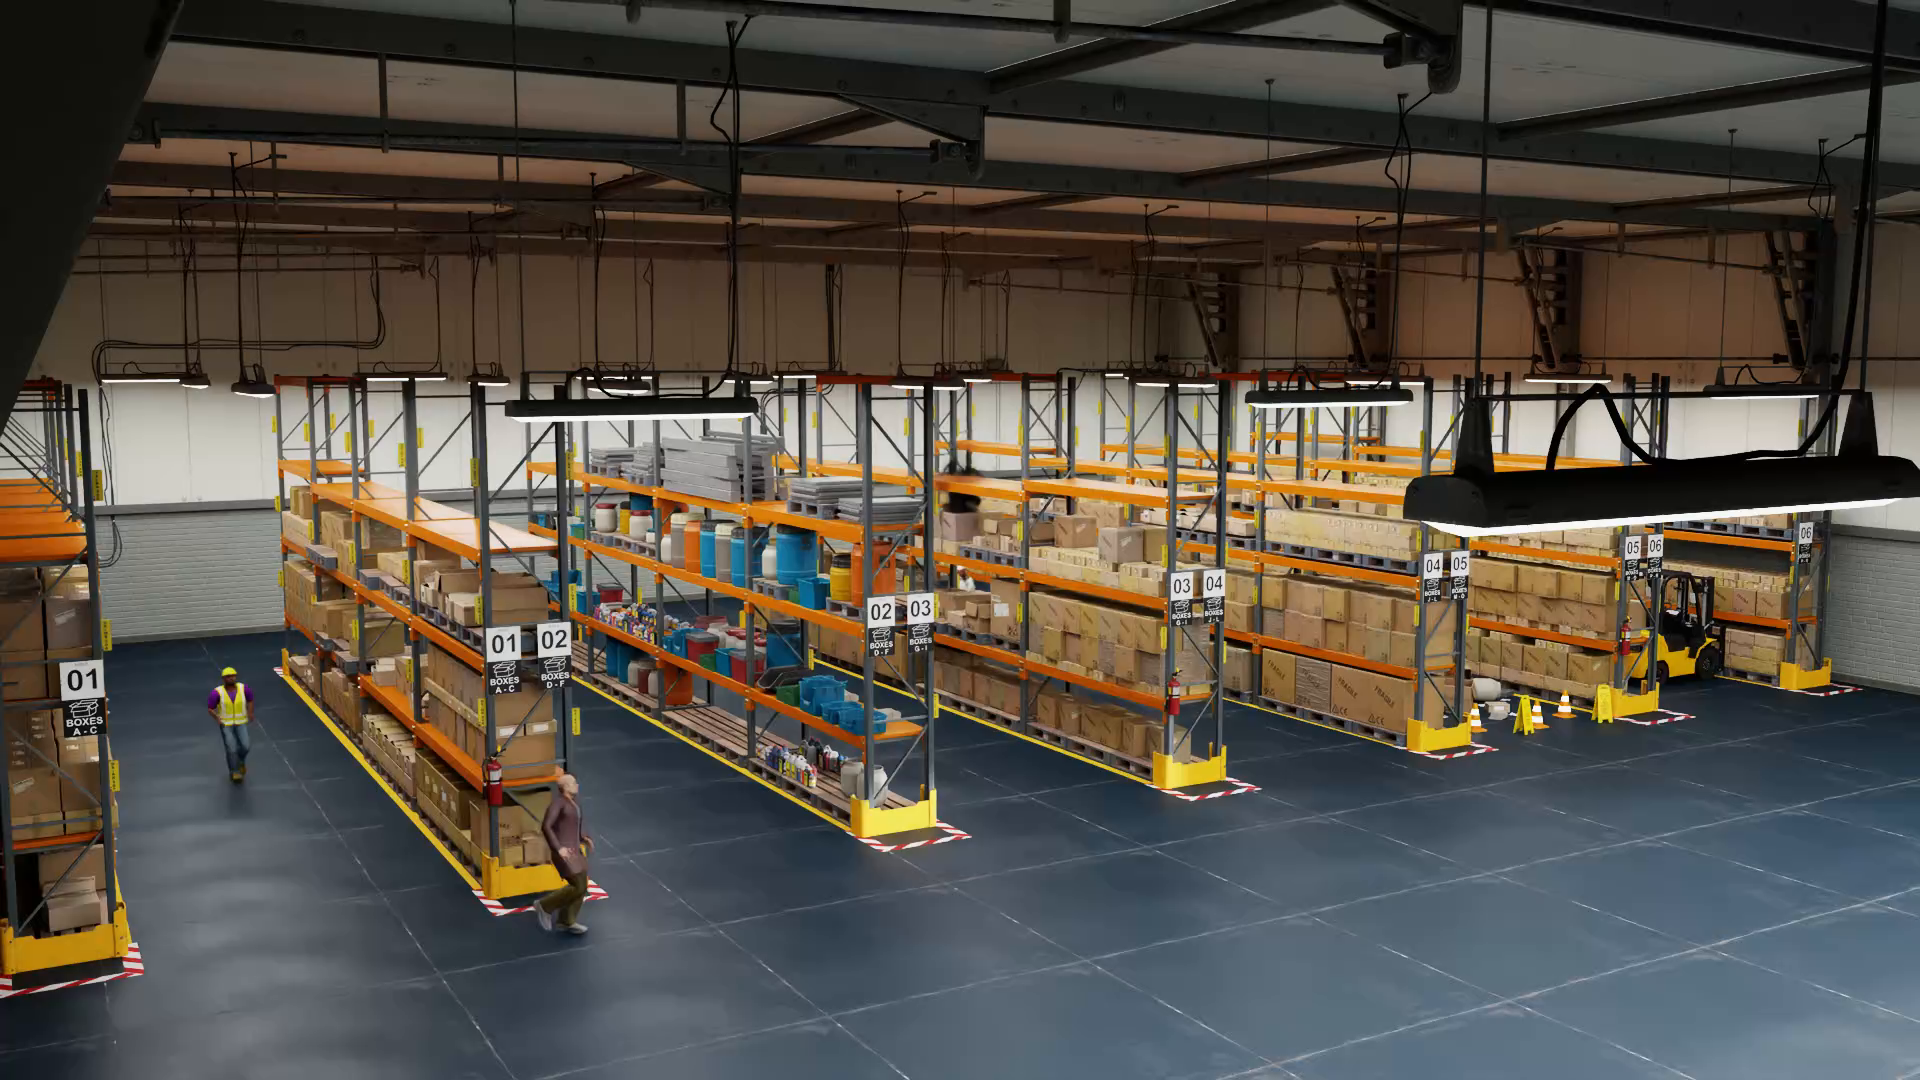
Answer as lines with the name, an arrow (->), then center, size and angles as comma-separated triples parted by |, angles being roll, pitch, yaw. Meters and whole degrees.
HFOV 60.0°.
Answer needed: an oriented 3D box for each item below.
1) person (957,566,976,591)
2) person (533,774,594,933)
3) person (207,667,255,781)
person -> 0.123, 1.401, 37.144 | 0.672, 1.728, 0.619 | -3, 7, -26
person -> -4.389, 3.461, 18.475 | 0.602, 1.716, 0.758 | 0, 6, 0
person -> -10.854, 2.752, 24.850 | 0.674, 1.721, 0.569 | -4, 7, -33
